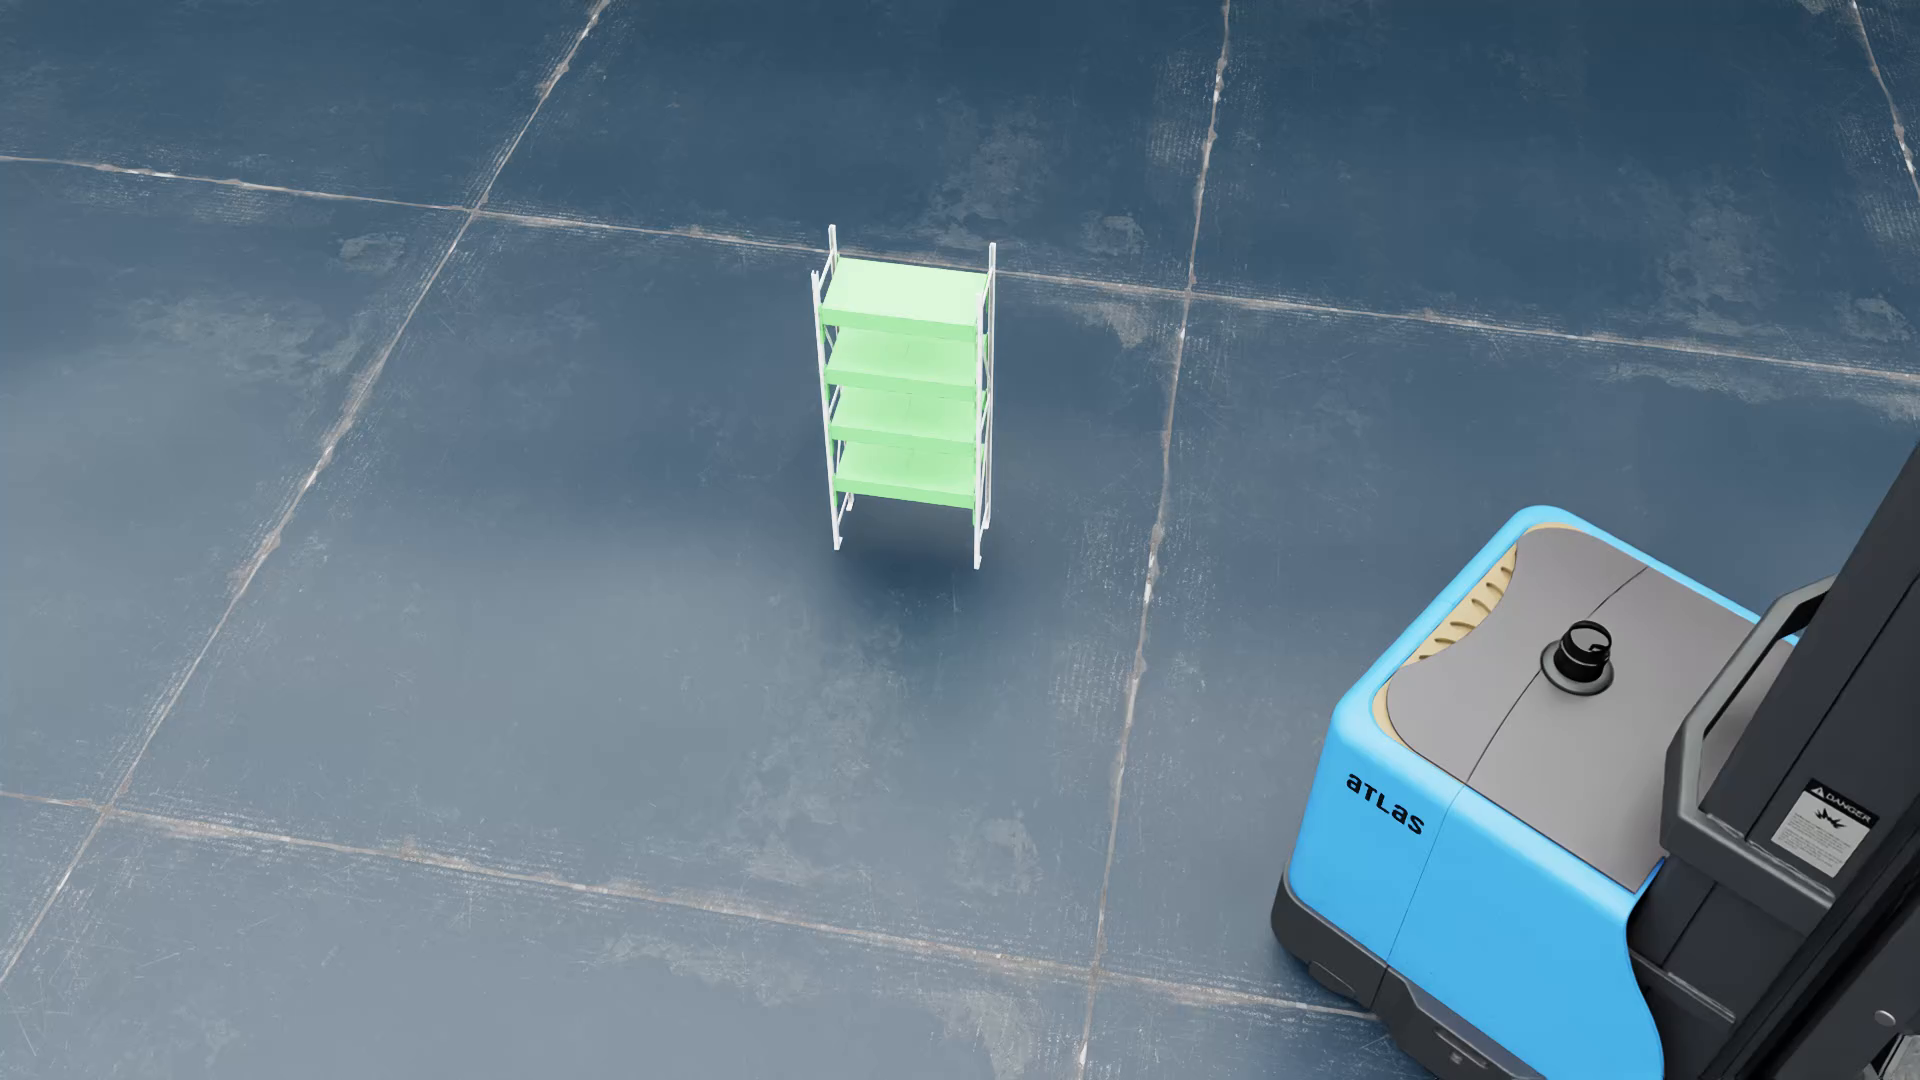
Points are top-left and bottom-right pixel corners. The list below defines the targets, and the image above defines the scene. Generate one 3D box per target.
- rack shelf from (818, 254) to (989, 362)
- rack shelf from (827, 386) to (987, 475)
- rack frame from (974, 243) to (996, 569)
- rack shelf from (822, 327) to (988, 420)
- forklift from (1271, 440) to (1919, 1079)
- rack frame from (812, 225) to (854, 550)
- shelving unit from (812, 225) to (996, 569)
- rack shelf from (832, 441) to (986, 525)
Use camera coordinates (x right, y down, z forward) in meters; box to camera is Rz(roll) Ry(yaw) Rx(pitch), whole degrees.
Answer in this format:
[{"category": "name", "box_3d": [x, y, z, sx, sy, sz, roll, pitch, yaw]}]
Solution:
[{"category": "rack shelf", "box_3d": [-0.163, -0.701, 5.014, 0.480, 0.148, 0.258, 8, 49, 7]}, {"category": "rack shelf", "box_3d": [-0.163, -0.380, 5.371, 0.480, 0.148, 0.258, 8, 49, 7]}, {"category": "rack frame", "box_3d": [0.077, -0.391, 5.294, 0.015, 1.200, 0.240, 8, 49, 7]}, {"category": "rack shelf", "box_3d": [-0.163, -0.541, 5.192, 0.480, 0.148, 0.258, 8, 49, 7]}, {"category": "forklift", "box_3d": [2.303, 0.625, 3.218, 3.031, 2.935, 1.130, 34, 56, 27]}, {"category": "rack frame", "box_3d": [-0.403, -0.455, 5.352, 0.015, 1.200, 0.240, 8, 49, 7]}, {"category": "shelving unit", "box_3d": [-0.163, -0.423, 5.323, 0.503, 1.200, 0.258, 8, 49, 7]}, {"category": "rack shelf", "box_3d": [-0.163, -0.220, 5.549, 0.480, 0.148, 0.258, 8, 49, 7]}]
